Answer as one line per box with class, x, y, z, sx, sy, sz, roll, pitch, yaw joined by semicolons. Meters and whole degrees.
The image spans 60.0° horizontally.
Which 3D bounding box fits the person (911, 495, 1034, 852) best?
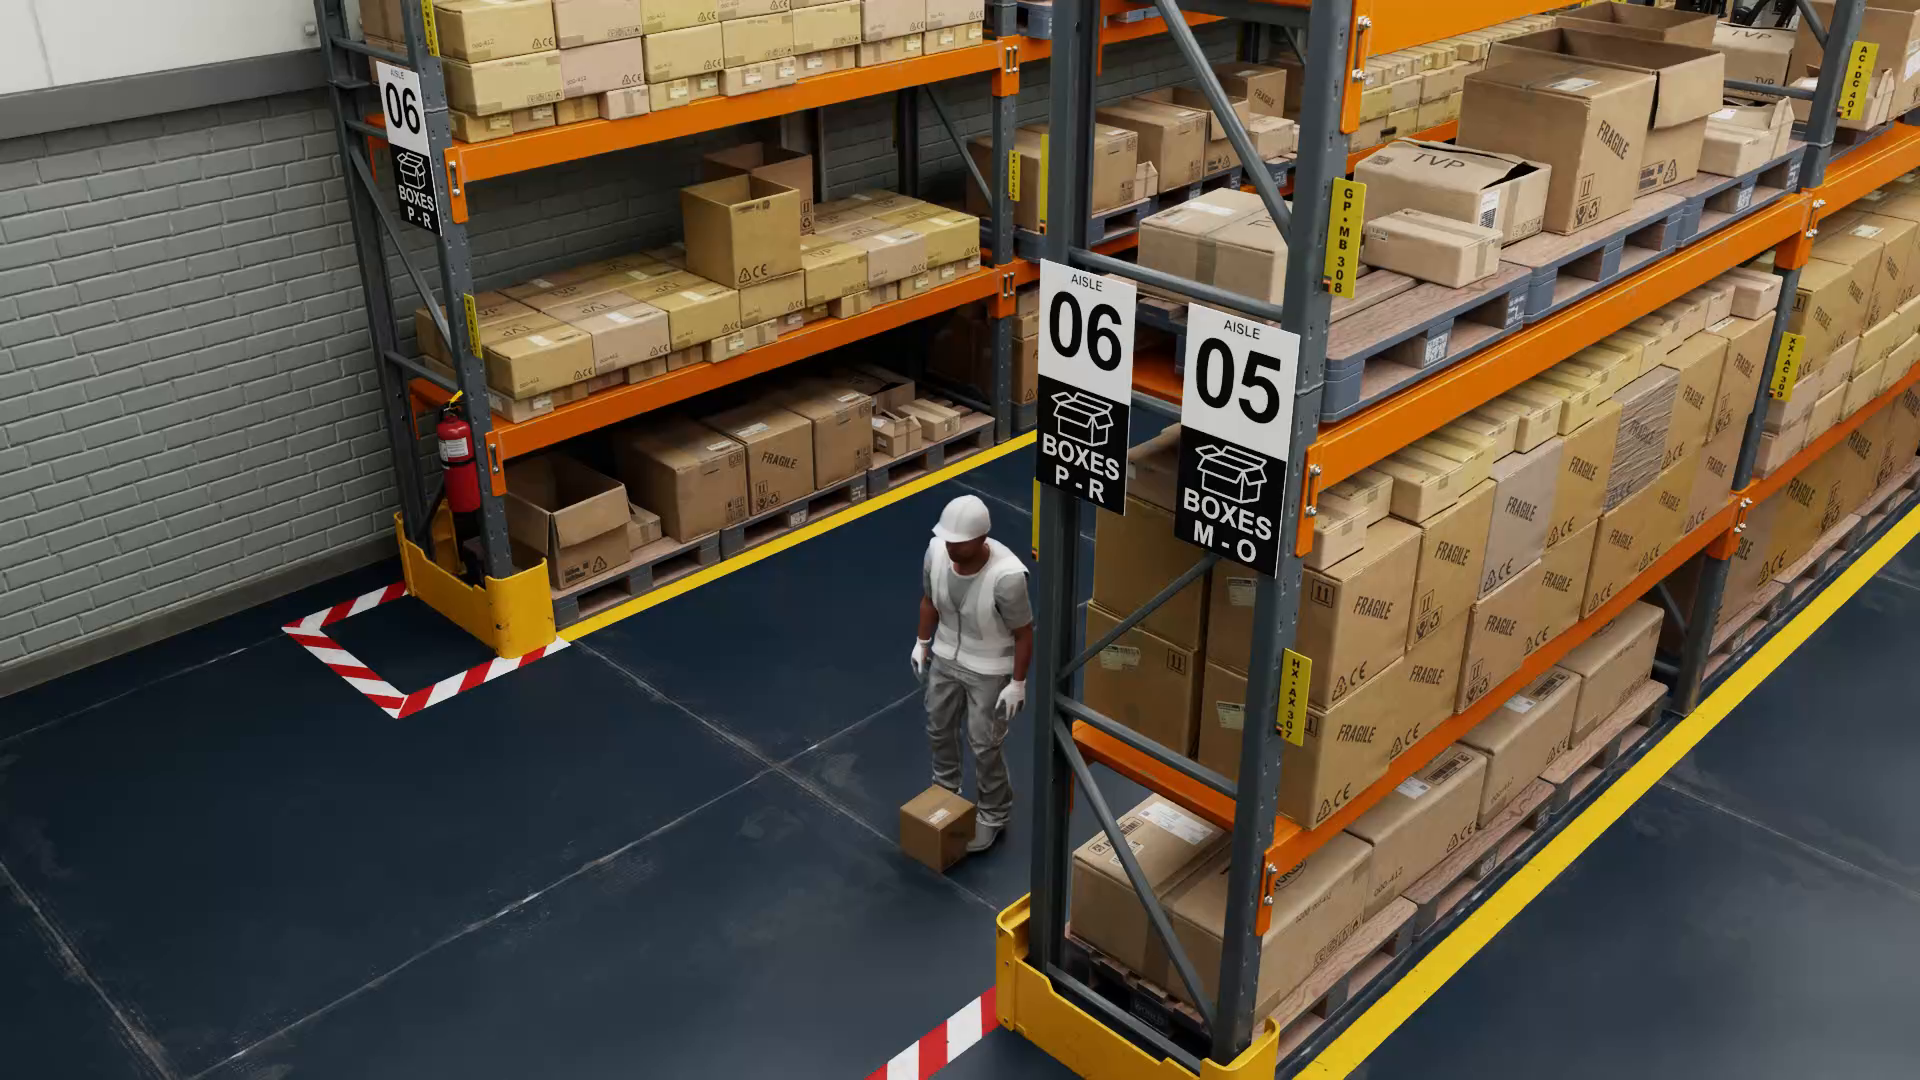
person;0.041;0.575;7.506;0.619;1.772;0.450;21;34;34
